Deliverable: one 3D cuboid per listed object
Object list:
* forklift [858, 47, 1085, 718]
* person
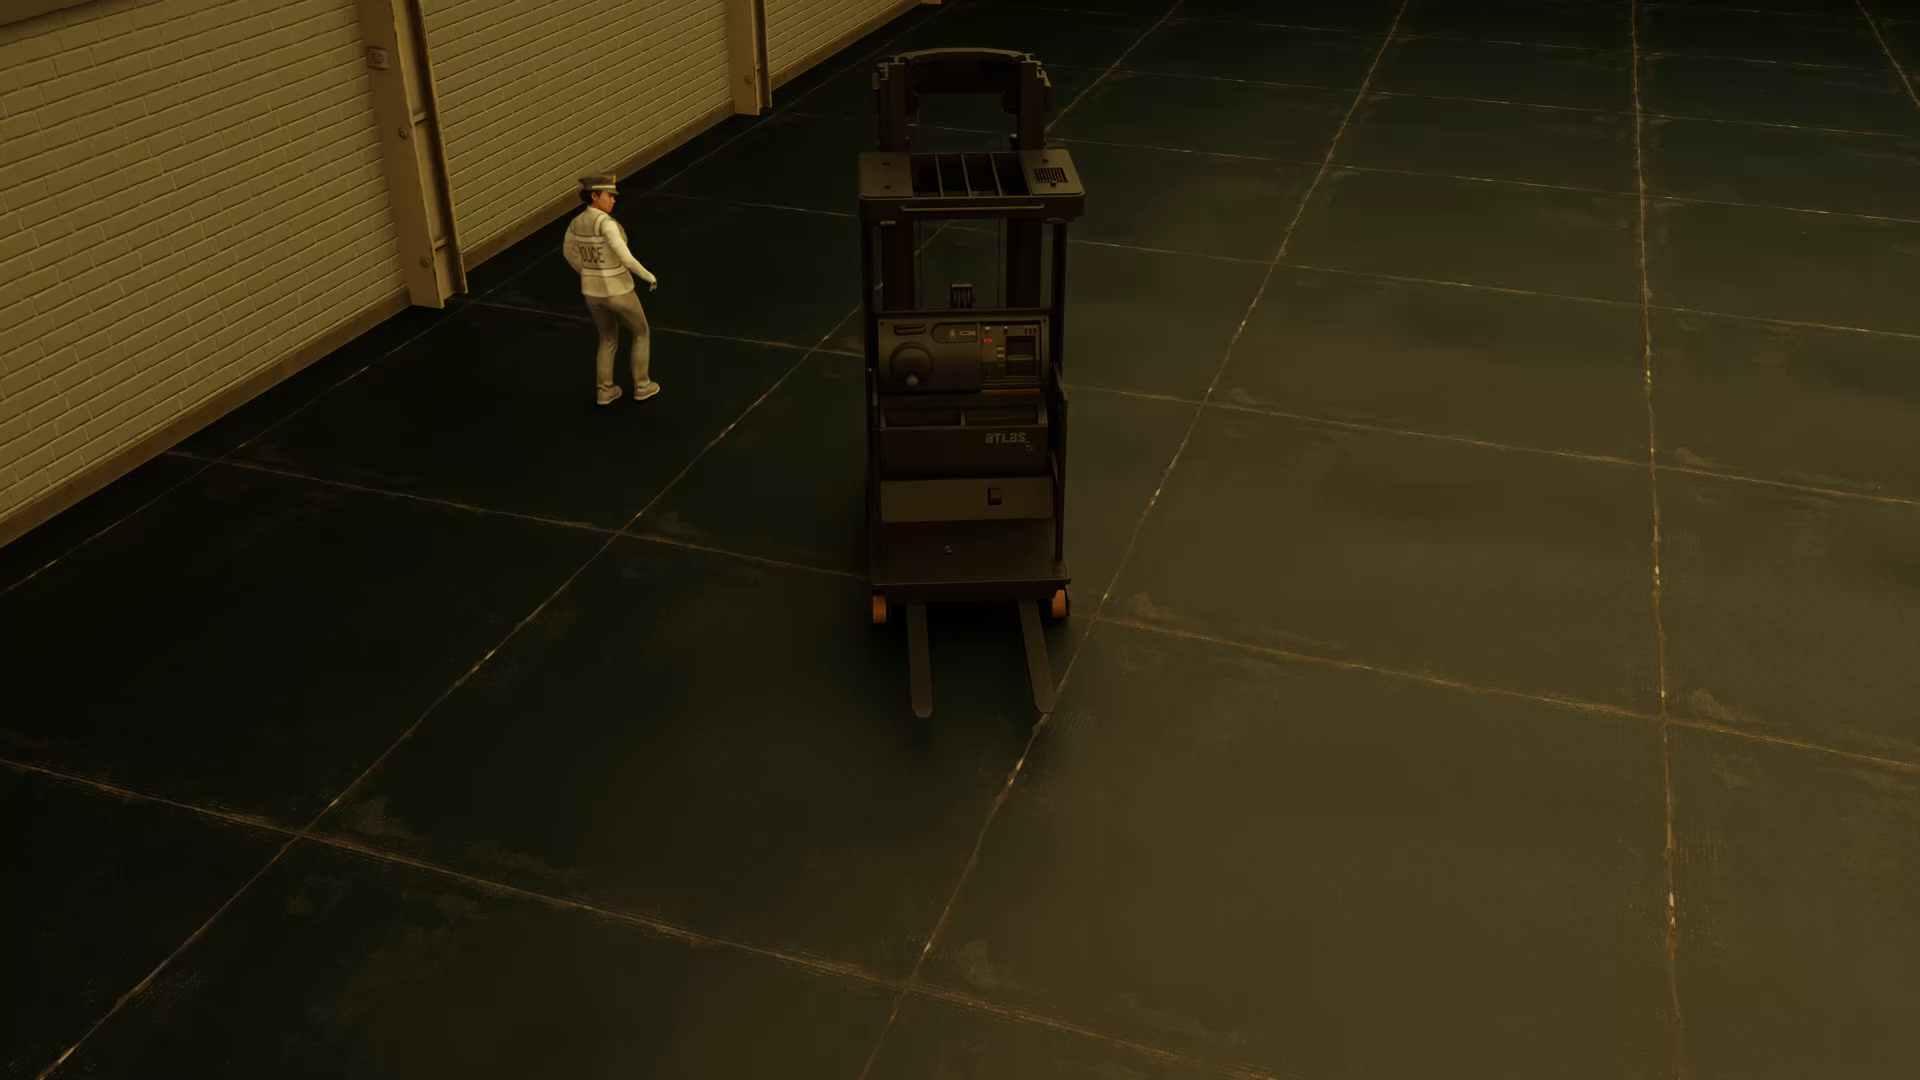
[{"bbox_3d":[0.035,-0.972,8.842,1.130,2.935,3.031,-2,30,-3],"label":"forklift"},{"bbox_3d":[-2.412,-1.731,11.496,0.697,1.639,0.476,15,33,24],"label":"person"}]
